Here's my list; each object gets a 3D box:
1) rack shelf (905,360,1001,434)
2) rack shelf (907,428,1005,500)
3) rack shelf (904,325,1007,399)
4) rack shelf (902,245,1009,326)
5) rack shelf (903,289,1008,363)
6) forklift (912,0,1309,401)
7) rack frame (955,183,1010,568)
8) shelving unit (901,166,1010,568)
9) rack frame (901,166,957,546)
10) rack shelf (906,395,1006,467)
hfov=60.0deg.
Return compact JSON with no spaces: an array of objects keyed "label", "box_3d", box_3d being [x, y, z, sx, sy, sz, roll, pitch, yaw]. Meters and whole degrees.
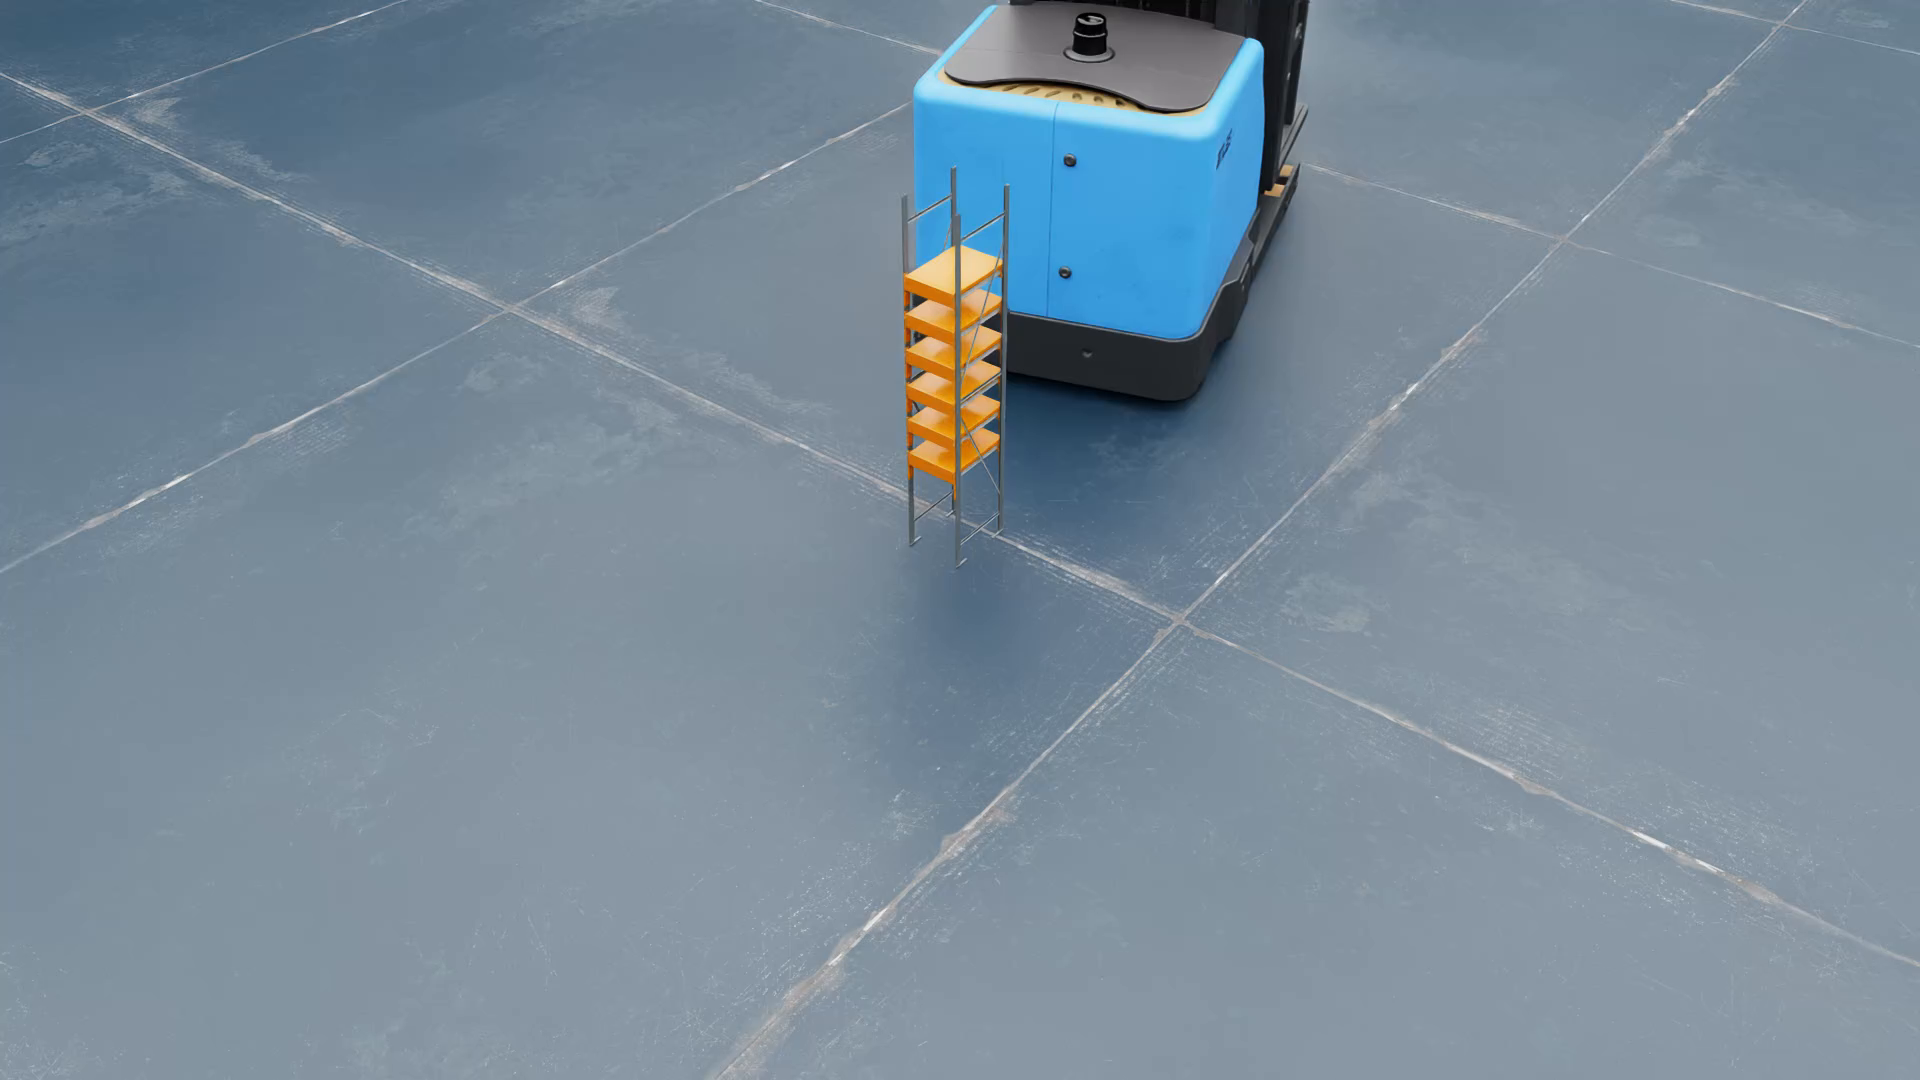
[{"label":"rack shelf","box_3d":[-0.012,-0.443,4.914,0.180,0.103,0.258,25,45,29]},{"label":"rack shelf","box_3d":[-0.011,-0.254,5.062,0.180,0.103,0.258,25,45,29]},{"label":"rack shelf","box_3d":[-0.012,-0.537,4.840,0.180,0.103,0.258,25,45,29]},{"label":"rack shelf","box_3d":[-0.012,-0.726,4.693,0.180,0.103,0.258,25,45,29]},{"label":"rack shelf","box_3d":[-0.012,-0.632,4.766,0.180,0.103,0.258,25,45,29]},{"label":"forklift","box_3d":[0.803,-2.546,6.125,1.130,2.935,3.031,12,40,15]},{"label":"rack frame","box_3d":[0.061,-0.444,4.843,0.006,1.200,0.240,25,45,29]},{"label":"shelving unit","box_3d":[-0.012,-0.478,4.887,0.189,1.200,0.258,25,45,29]},{"label":"rack frame","box_3d":[-0.084,-0.512,4.931,0.006,1.200,0.240,25,45,29]},{"label":"rack shelf","box_3d":[-0.011,-0.348,4.988,0.180,0.103,0.258,25,45,29]}]
